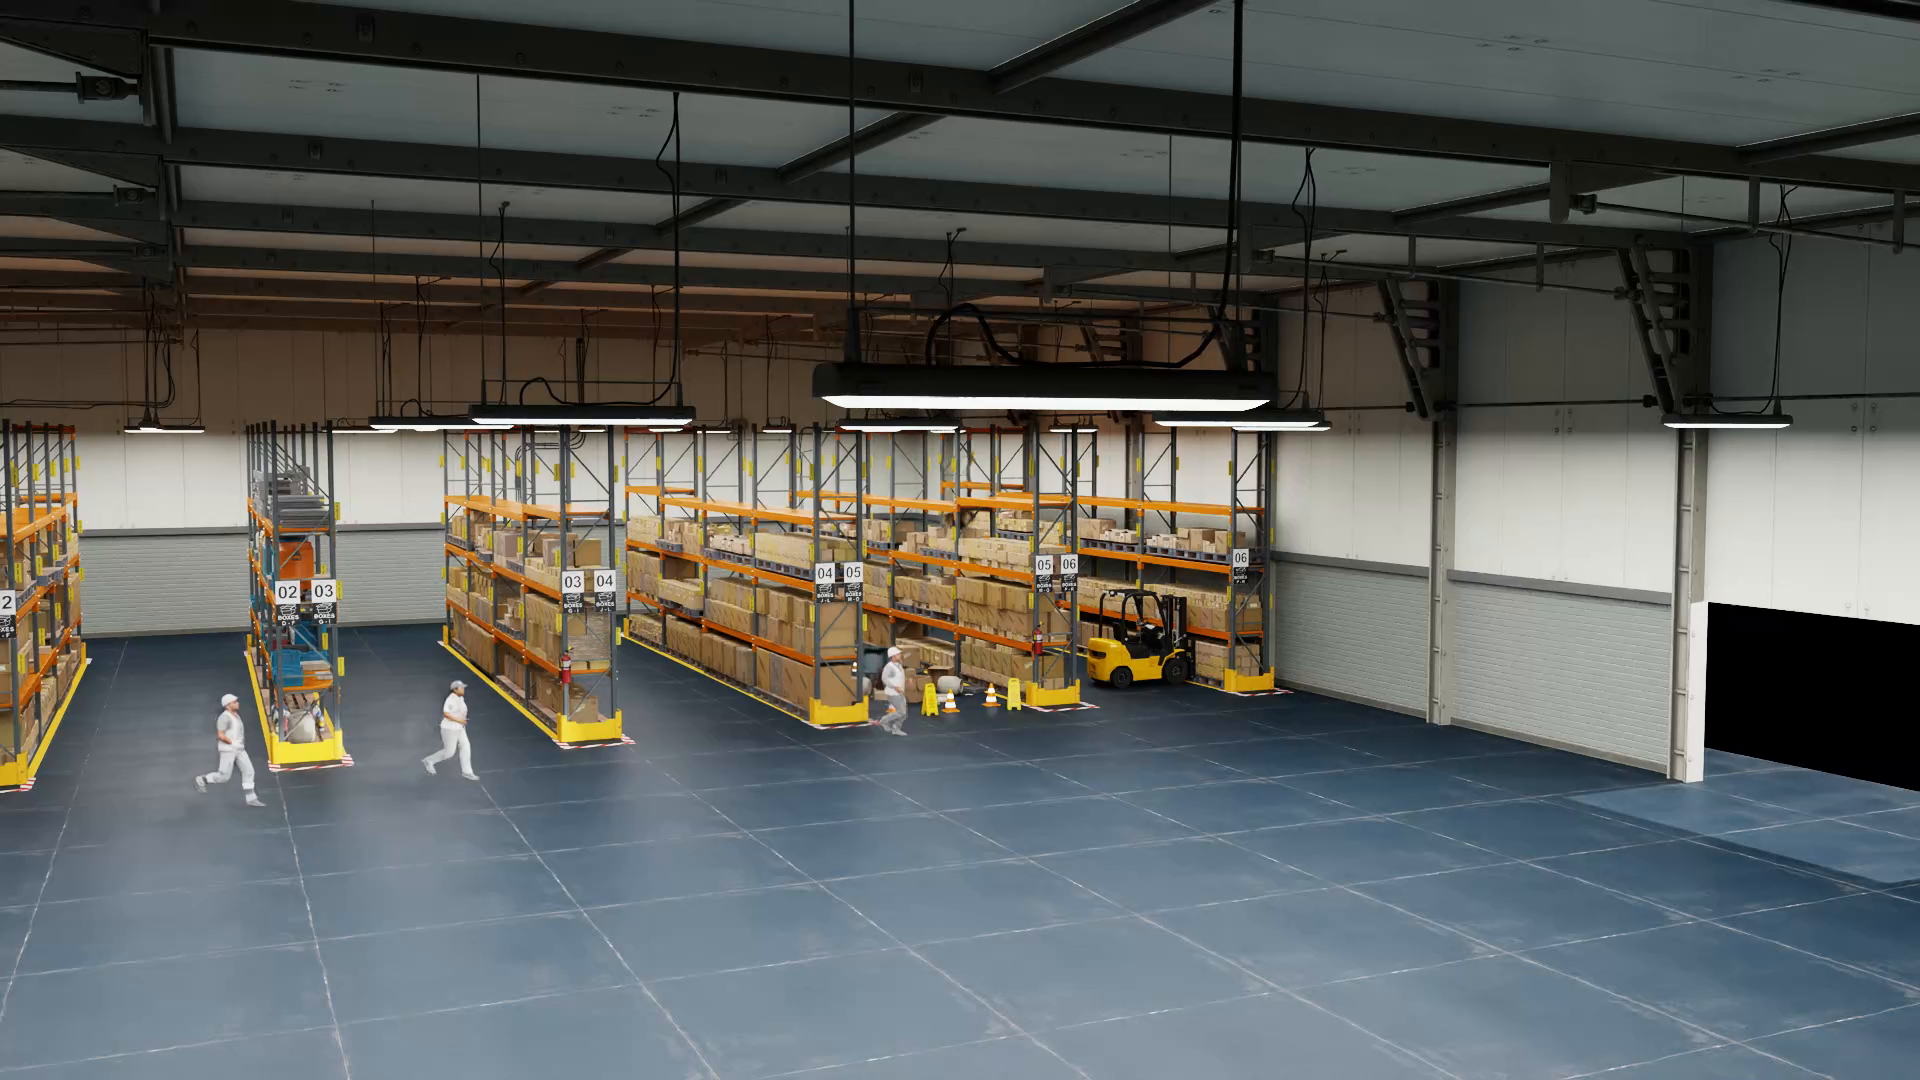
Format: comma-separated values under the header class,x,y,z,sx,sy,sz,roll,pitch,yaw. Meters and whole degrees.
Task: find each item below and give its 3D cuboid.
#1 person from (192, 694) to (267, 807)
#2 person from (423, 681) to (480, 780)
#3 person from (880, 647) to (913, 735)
class,x,y,z,sx,sy,sz,roll,pitch,yaw
person,-11.269,3.258,25.624,1.087,1.771,0.631,0,4,3
person,-8.472,3.174,27.707,0.944,1.666,0.629,0,4,2
person,-1.235,2.893,31.672,0.627,1.724,0.670,1,4,16
